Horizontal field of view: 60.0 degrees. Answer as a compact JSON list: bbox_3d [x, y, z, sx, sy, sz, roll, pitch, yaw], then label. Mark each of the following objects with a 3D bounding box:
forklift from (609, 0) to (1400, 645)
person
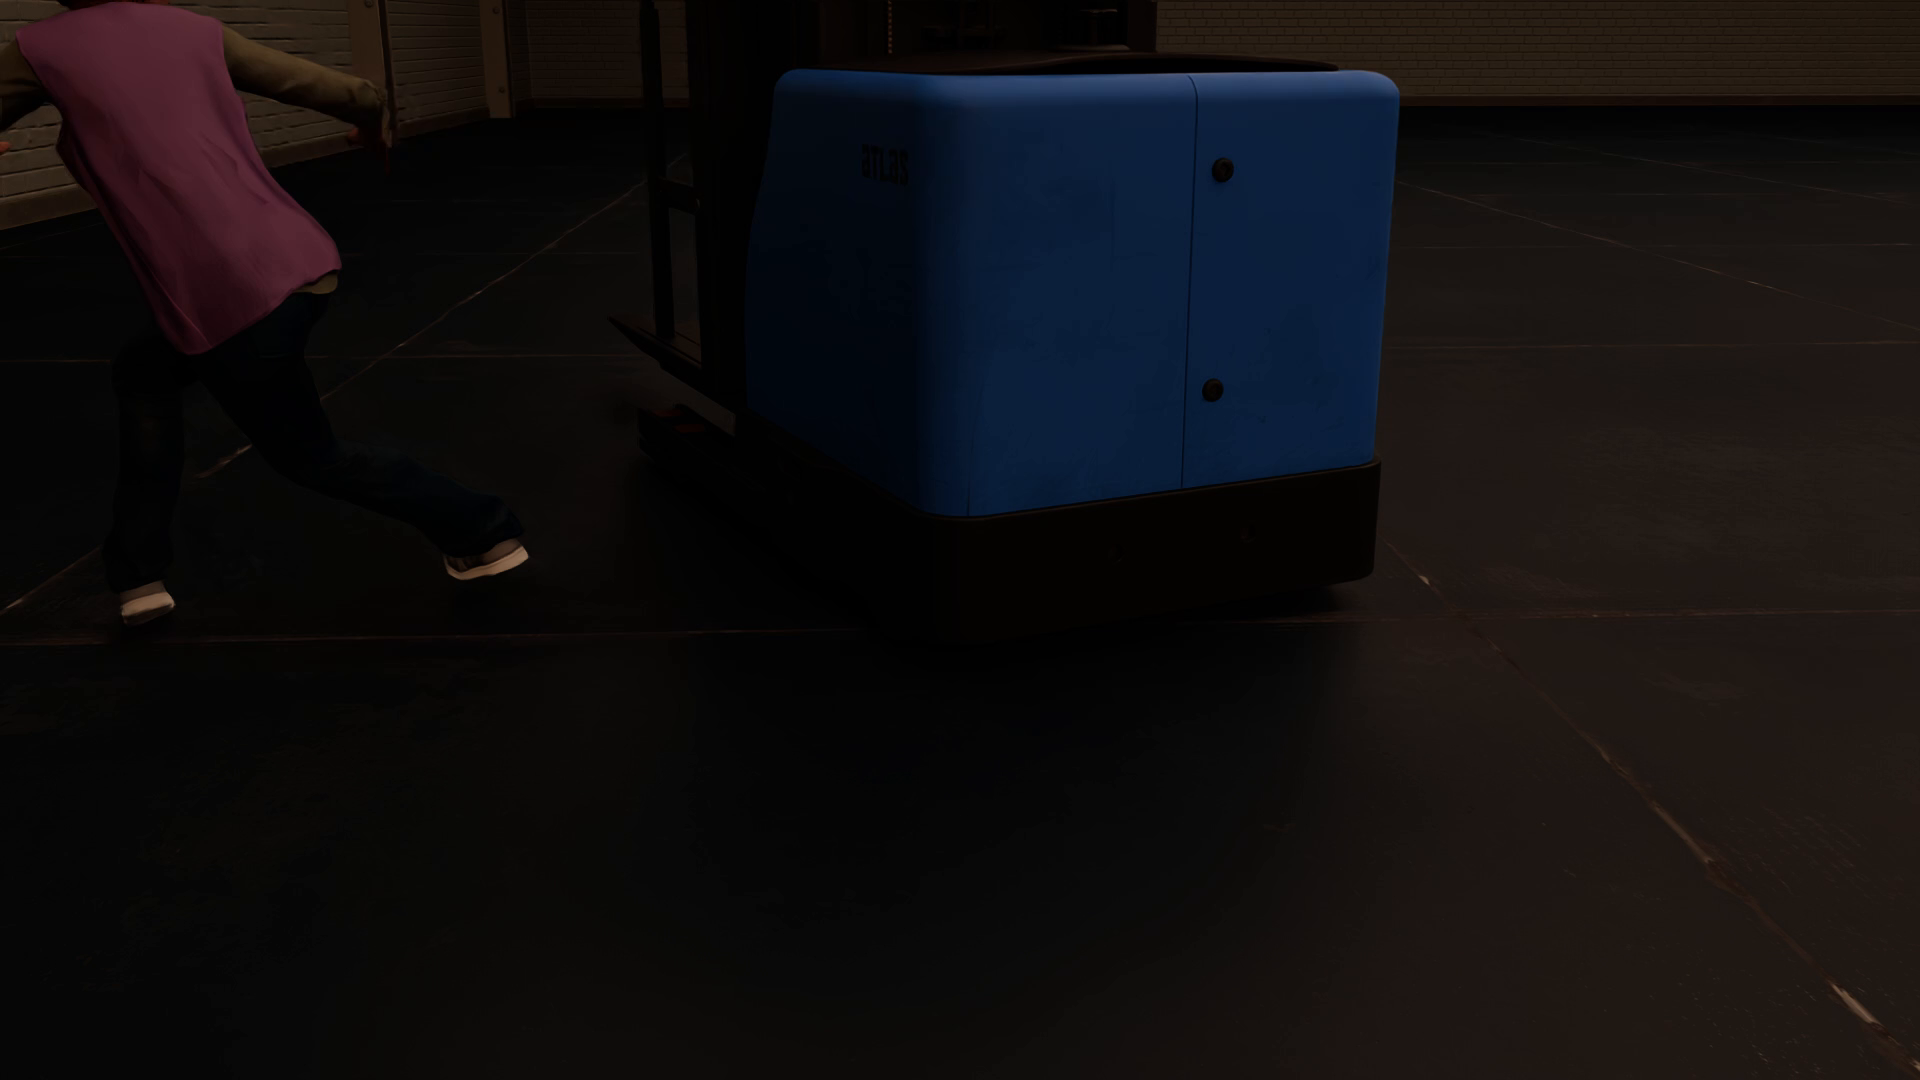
[{"bbox_3d":[-0.230,-1.595,4.122,1.130,2.935,3.031,-8,19,-25],"label":"forklift"},{"bbox_3d":[-1.438,-0.505,3.231,0.937,1.384,0.827,9,19,26],"label":"person"}]
